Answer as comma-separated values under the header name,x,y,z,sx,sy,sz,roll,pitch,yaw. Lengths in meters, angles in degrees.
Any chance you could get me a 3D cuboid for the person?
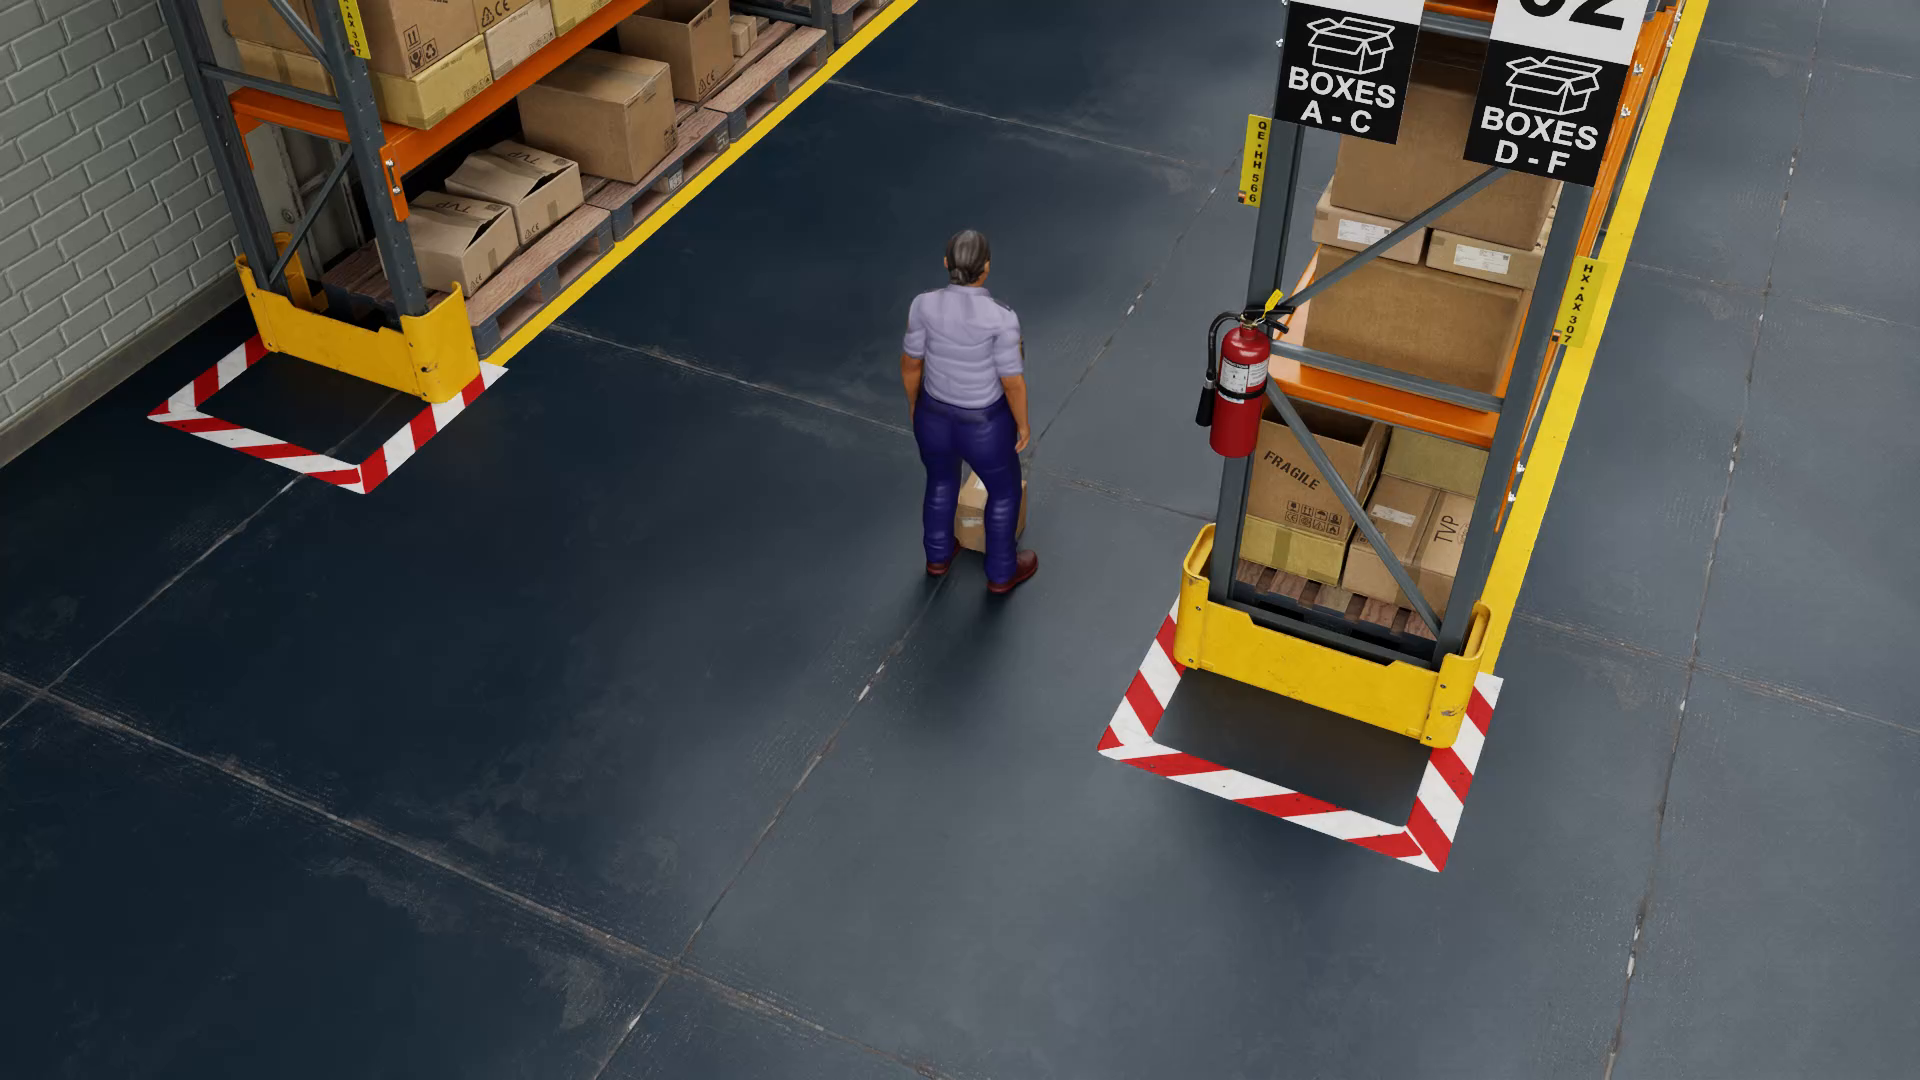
name,x,y,z,sx,sy,sz,roll,pitch,yaw
person,0.041,-0.489,6.705,0.555,1.650,0.376,15,44,16
